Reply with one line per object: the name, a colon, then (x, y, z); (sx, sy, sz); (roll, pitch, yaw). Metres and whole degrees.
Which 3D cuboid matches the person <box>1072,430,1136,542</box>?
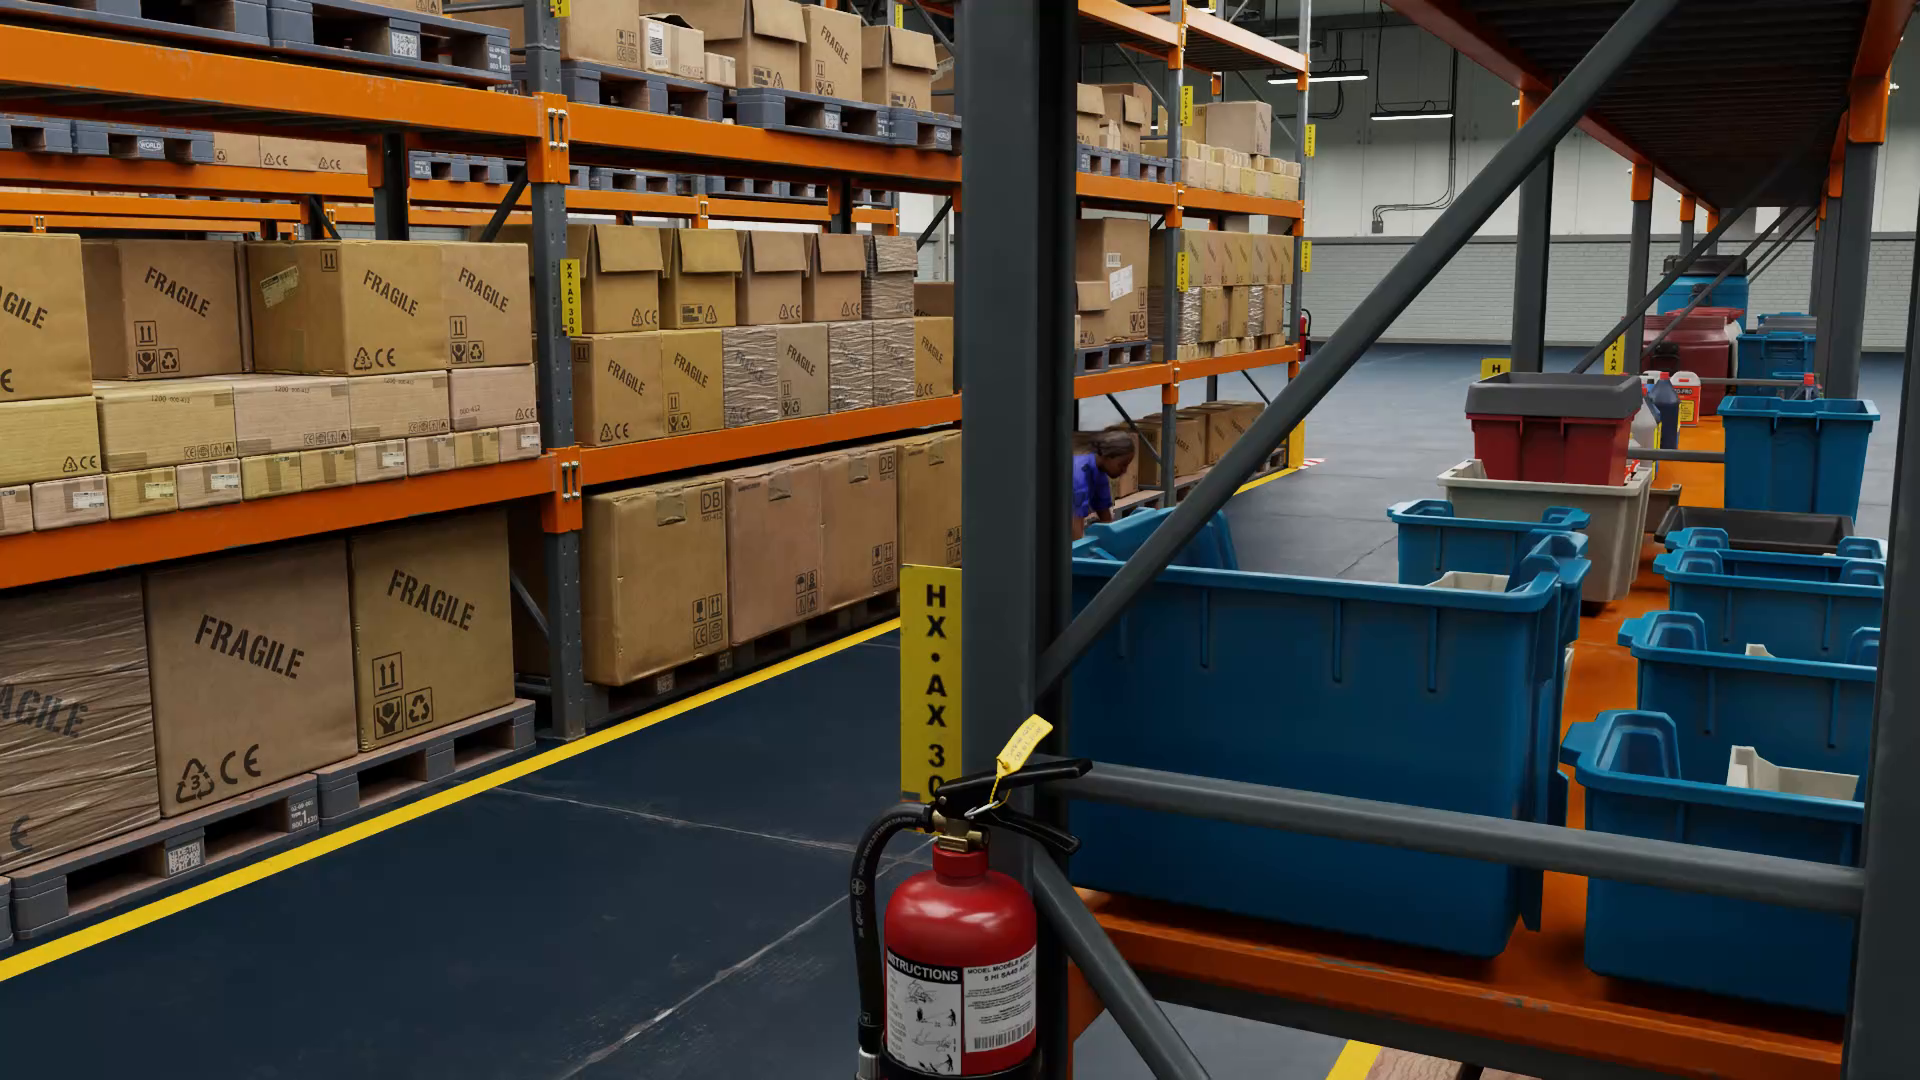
person: (0.593, 0.047, 8.813); (0.684, 1.277, 0.497); (5, 10, 27)
